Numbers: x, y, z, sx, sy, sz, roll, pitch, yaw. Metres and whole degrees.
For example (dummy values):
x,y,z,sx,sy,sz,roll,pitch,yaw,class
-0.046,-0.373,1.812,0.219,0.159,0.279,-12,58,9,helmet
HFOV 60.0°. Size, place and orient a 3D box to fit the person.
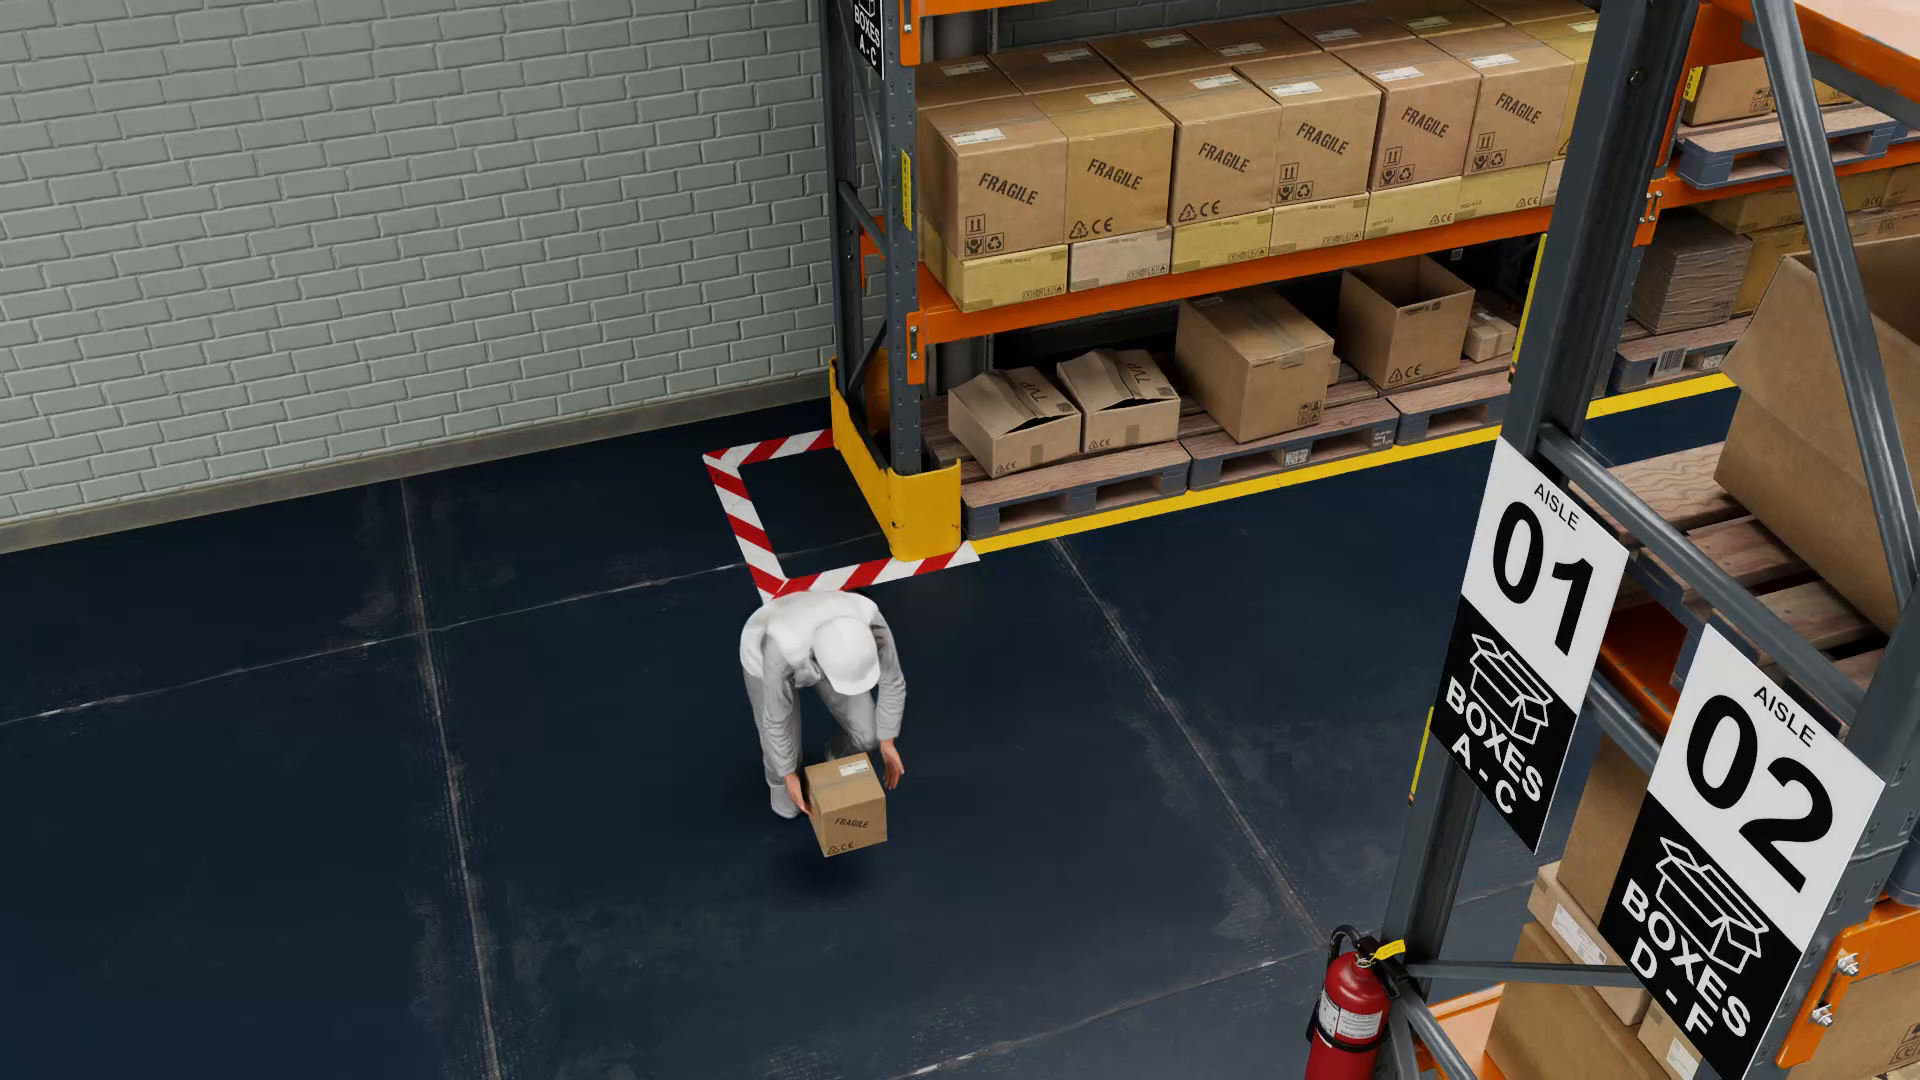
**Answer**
x,y,z,sx,sy,sz,roll,pitch,yaw,class
-0.551,0.597,6.461,0.520,1.196,0.849,-13,39,-16,person
